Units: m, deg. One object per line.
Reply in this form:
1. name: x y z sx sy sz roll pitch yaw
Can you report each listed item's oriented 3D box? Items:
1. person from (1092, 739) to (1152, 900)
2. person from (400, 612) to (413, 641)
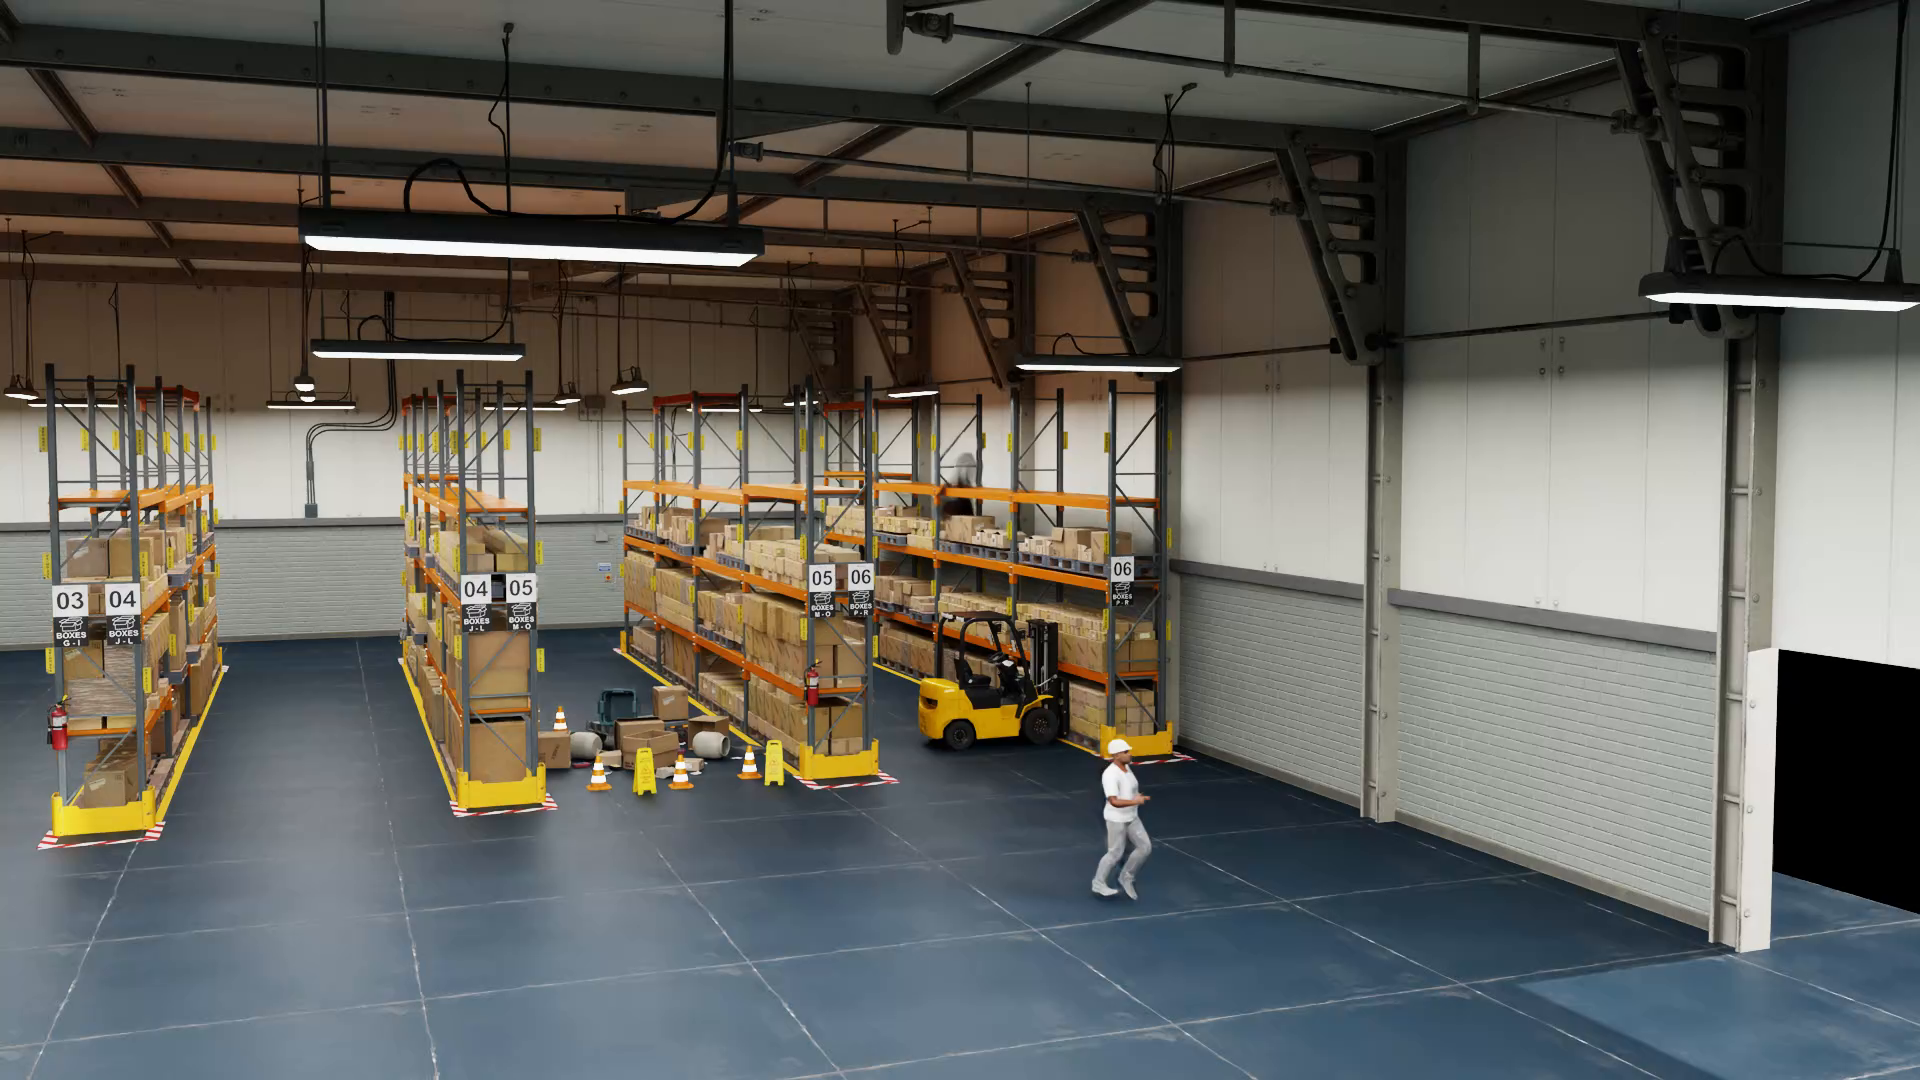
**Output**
1. person: 1.787 3.061 18.164 0.711 1.783 0.671 2 4 32
2. person: -12.748 1.931 38.701 0.515 1.614 0.598 -2 4 -34
